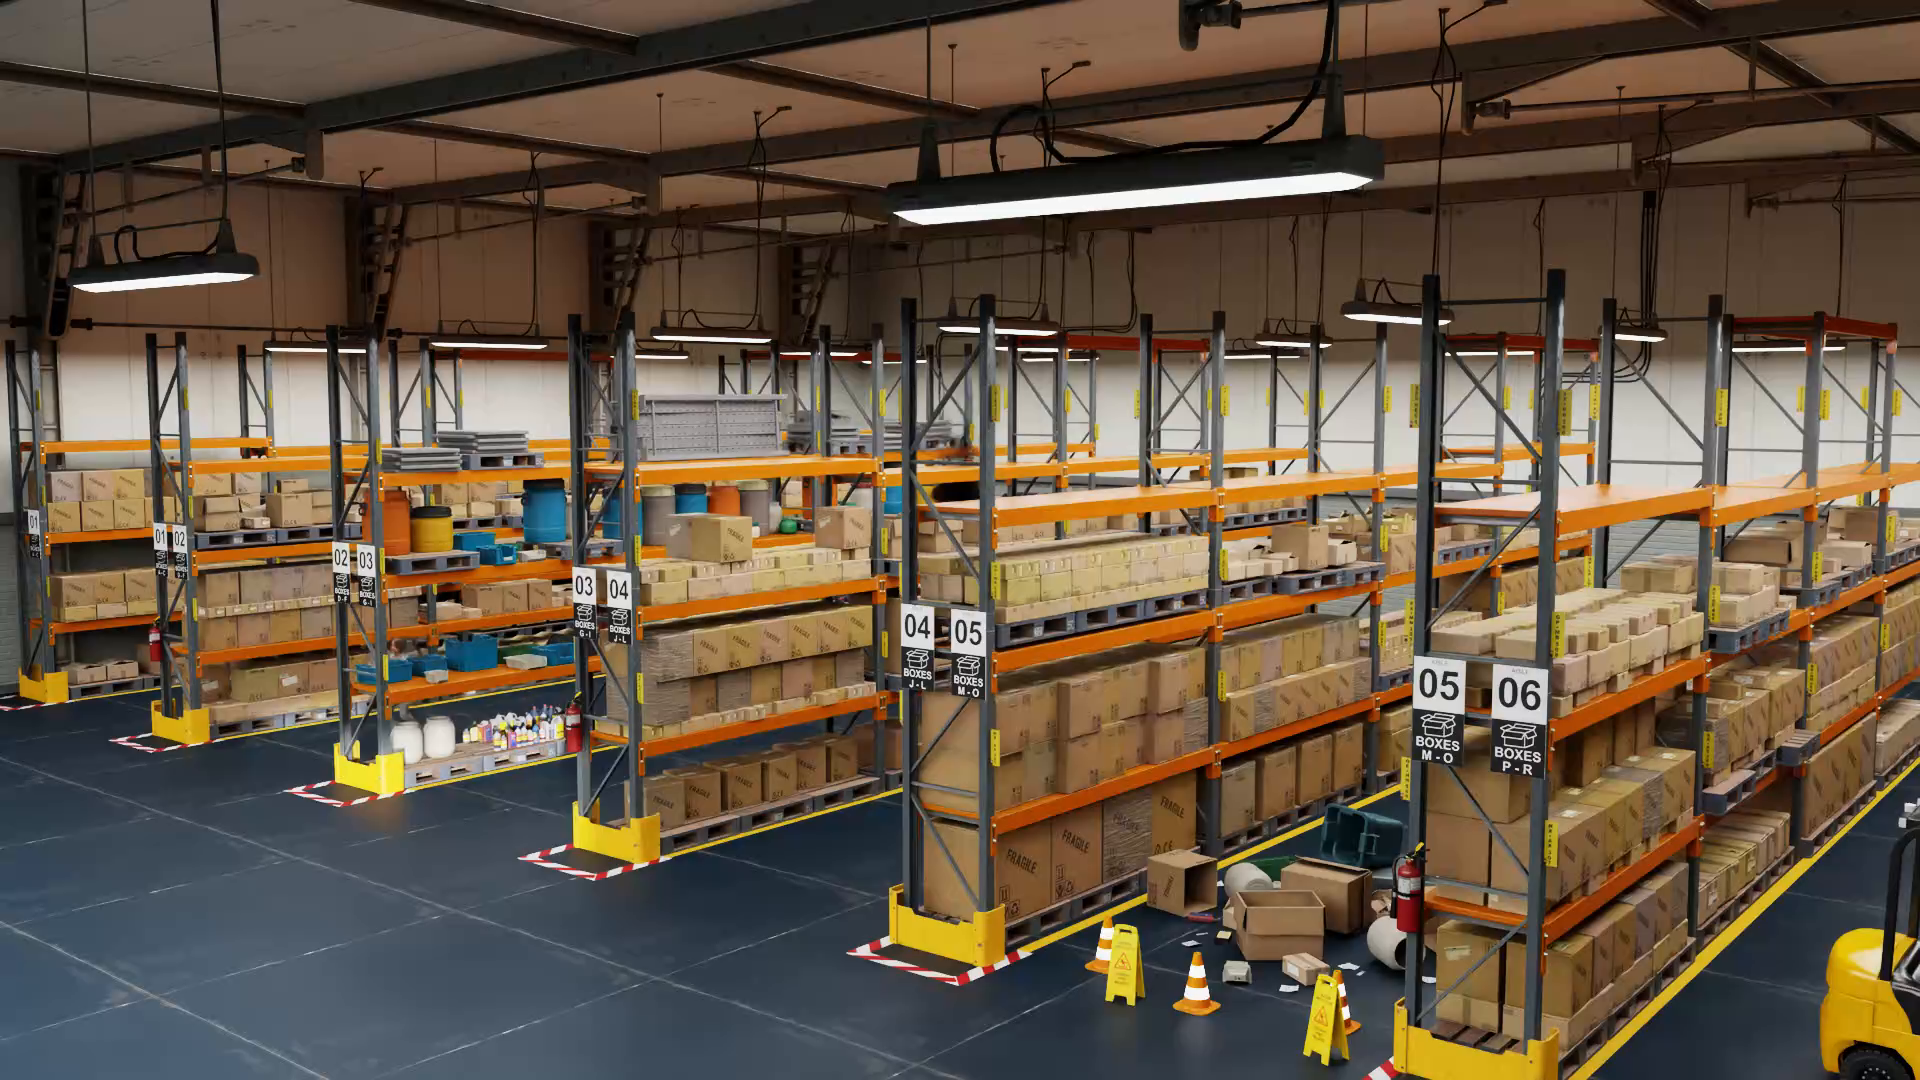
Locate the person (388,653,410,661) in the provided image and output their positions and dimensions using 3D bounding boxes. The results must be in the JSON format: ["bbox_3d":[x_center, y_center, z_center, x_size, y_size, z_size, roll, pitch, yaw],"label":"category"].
[{"bbox_3d":[-8.056,2.328,23.960,0.535,1.420,0.654,3,6,27],"label":"person"}]
